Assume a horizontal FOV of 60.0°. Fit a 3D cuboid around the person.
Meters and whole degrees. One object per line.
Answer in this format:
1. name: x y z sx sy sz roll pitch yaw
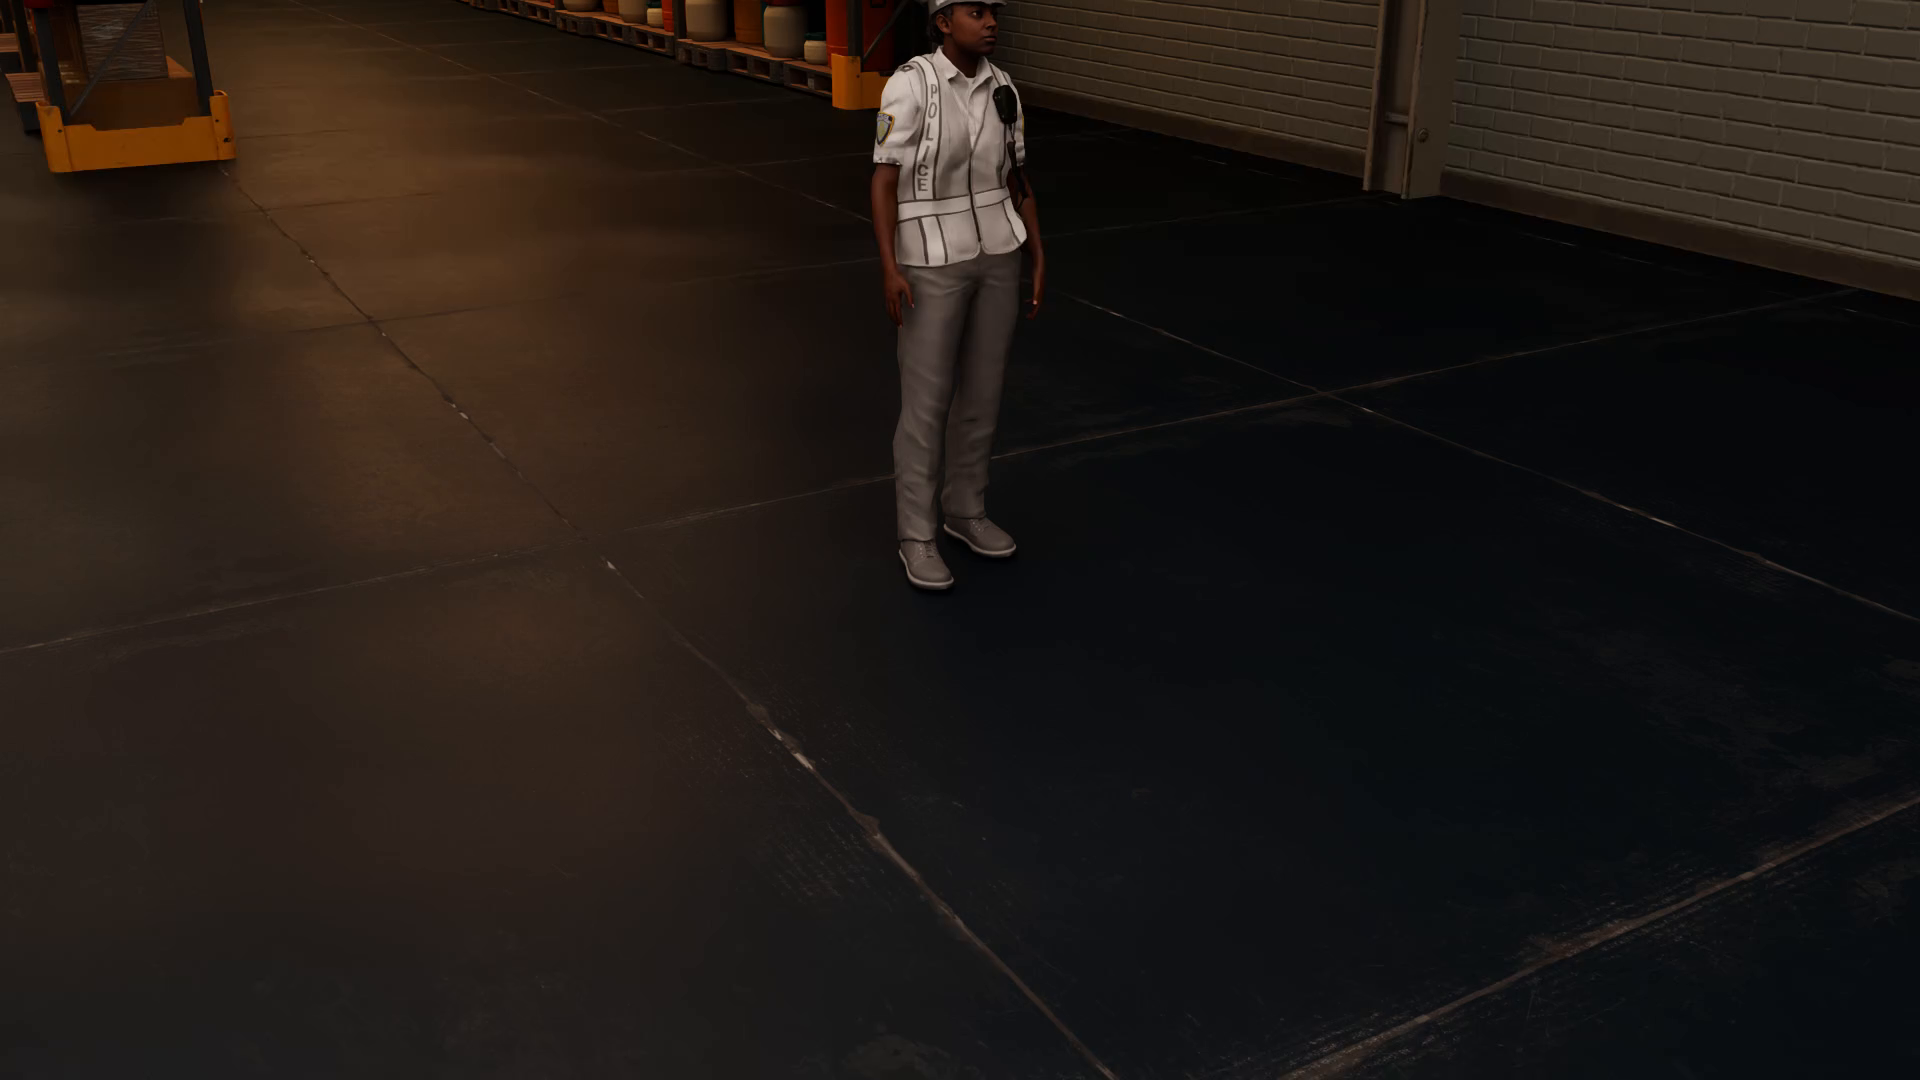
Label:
1. person: 0.020 -0.761 4.742 0.569 1.692 0.530 -12 25 -28
